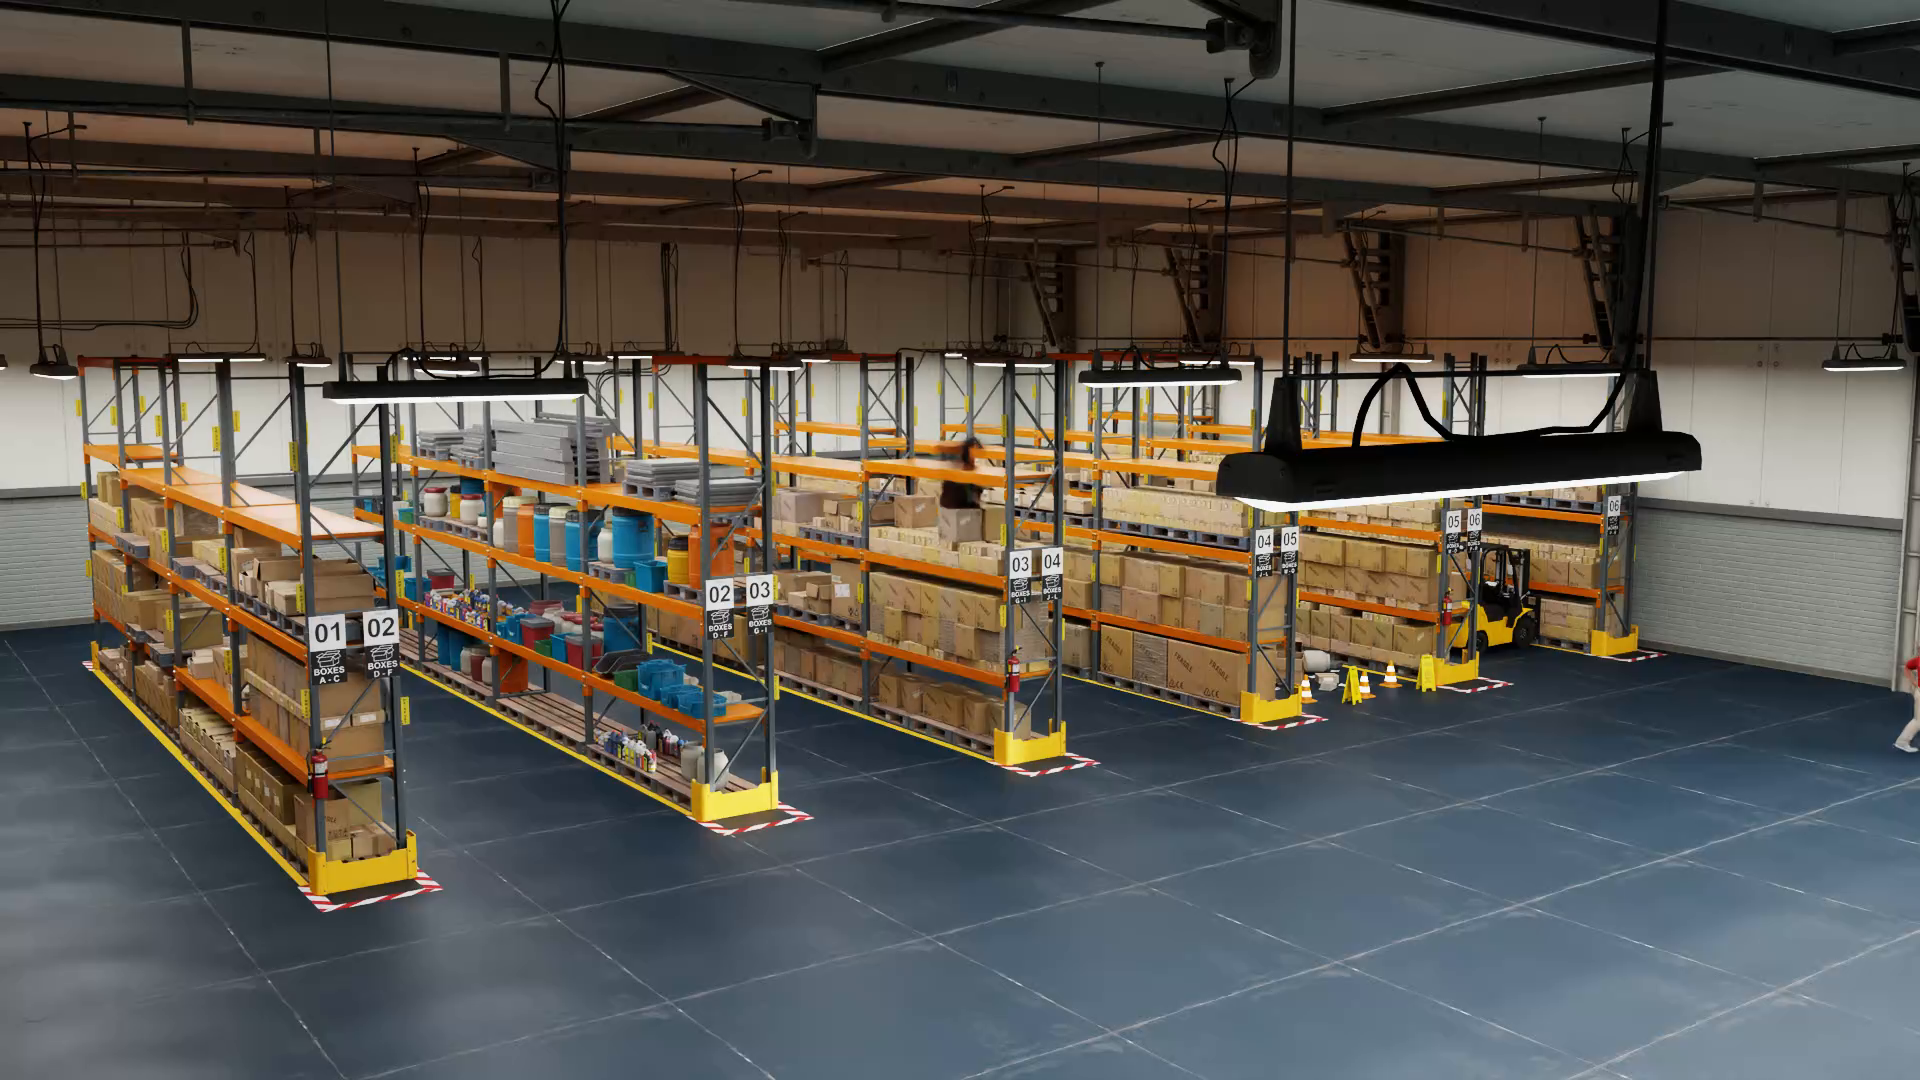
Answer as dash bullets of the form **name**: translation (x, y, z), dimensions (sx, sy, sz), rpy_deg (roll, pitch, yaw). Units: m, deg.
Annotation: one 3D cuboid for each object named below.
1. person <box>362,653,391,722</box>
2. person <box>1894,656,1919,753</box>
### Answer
- **person**: translation (-9.592, 2.185, 27.527), dimensions (0.576, 1.705, 0.708), rpy_deg (-5, 8, -33)
- **person**: translation (14.661, 2.433, 25.245), dimensions (0.773, 1.799, 0.634), rpy_deg (3, 7, 22)
